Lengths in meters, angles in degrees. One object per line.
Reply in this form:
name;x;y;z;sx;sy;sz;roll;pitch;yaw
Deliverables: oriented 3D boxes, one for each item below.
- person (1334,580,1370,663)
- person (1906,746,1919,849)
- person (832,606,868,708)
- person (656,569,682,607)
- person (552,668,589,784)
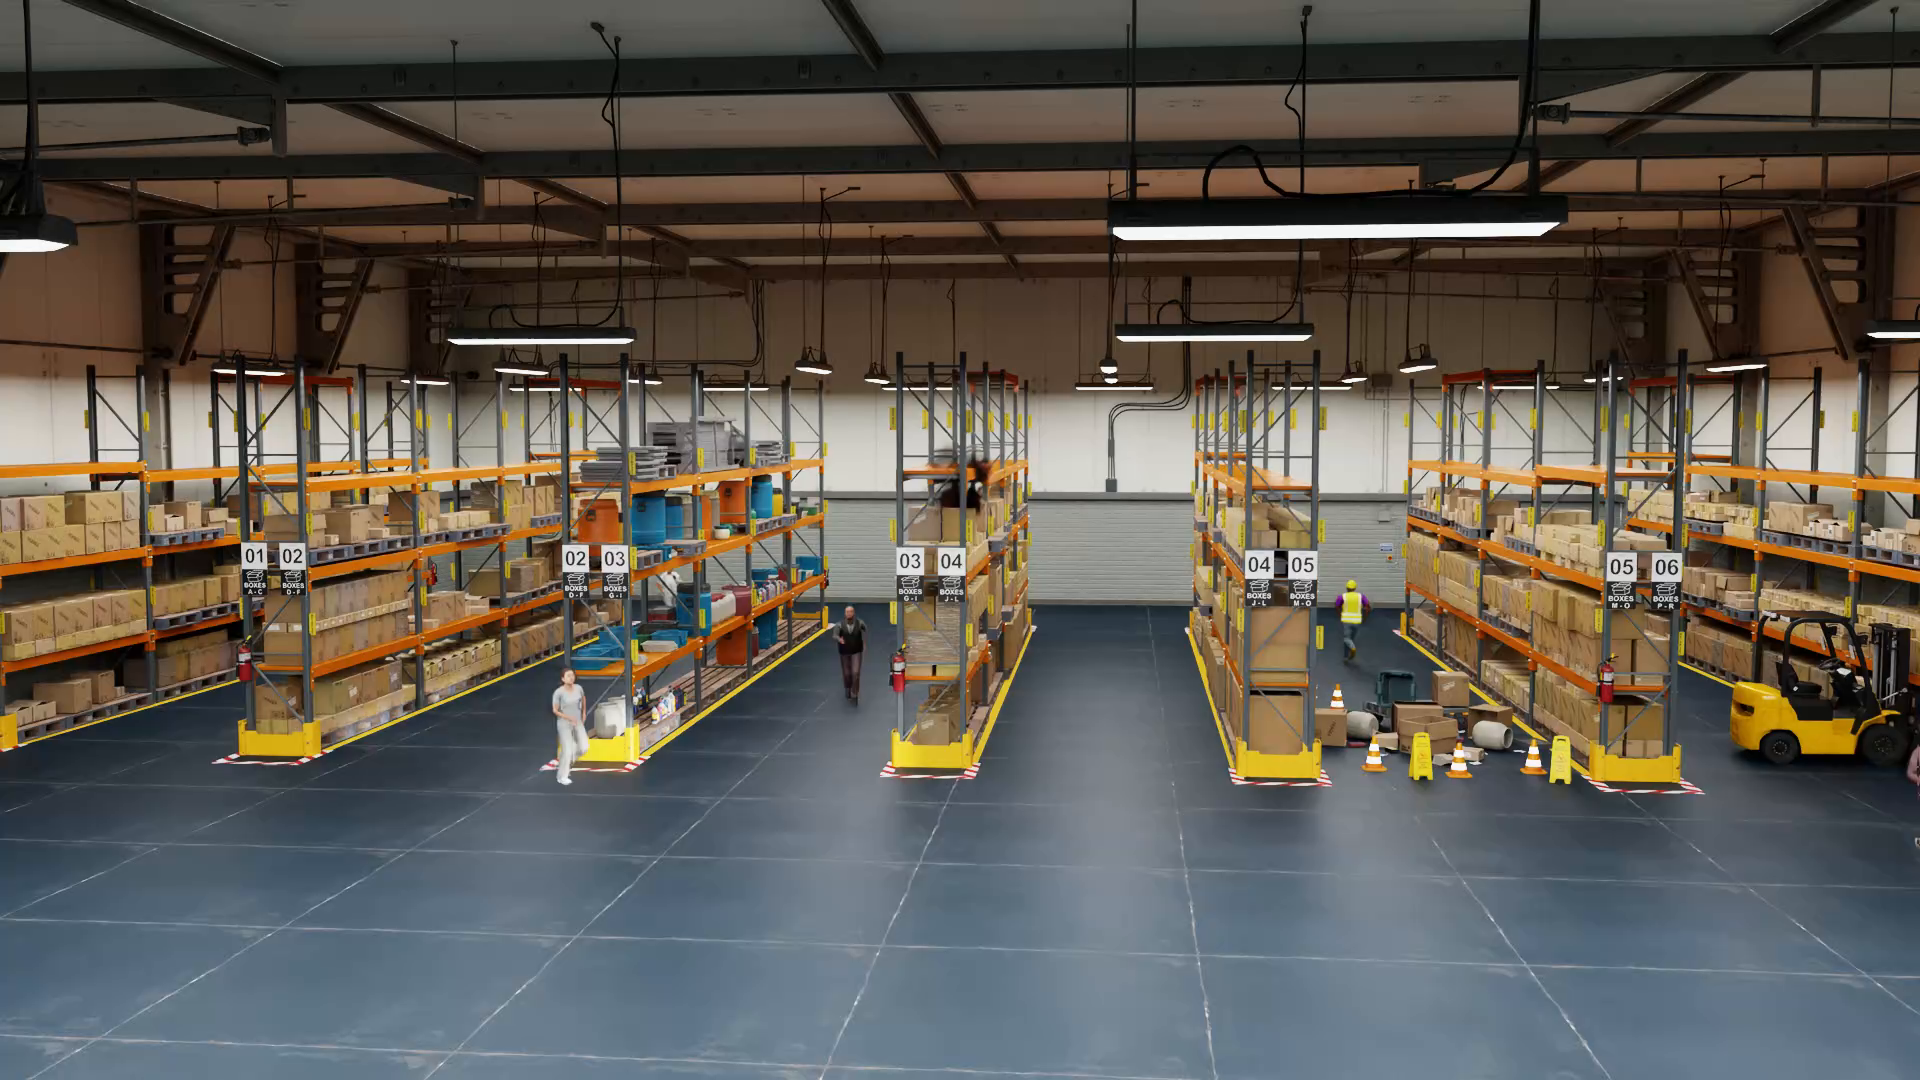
person;8.058;1.708;34.256;0.726;1.750;0.906;0;4;-1
person;10.692;2.843;18.177;0.706;1.727;0.661;-1;4;-18
person;-1.956;2.035;29.551;0.610;1.754;0.889;0;4;2
person;-6.966;1.358;39.935;0.594;1.639;0.606;-1;4;-19
person;-5.339;2.565;22.915;0.593;1.624;0.620;-4;5;-42
